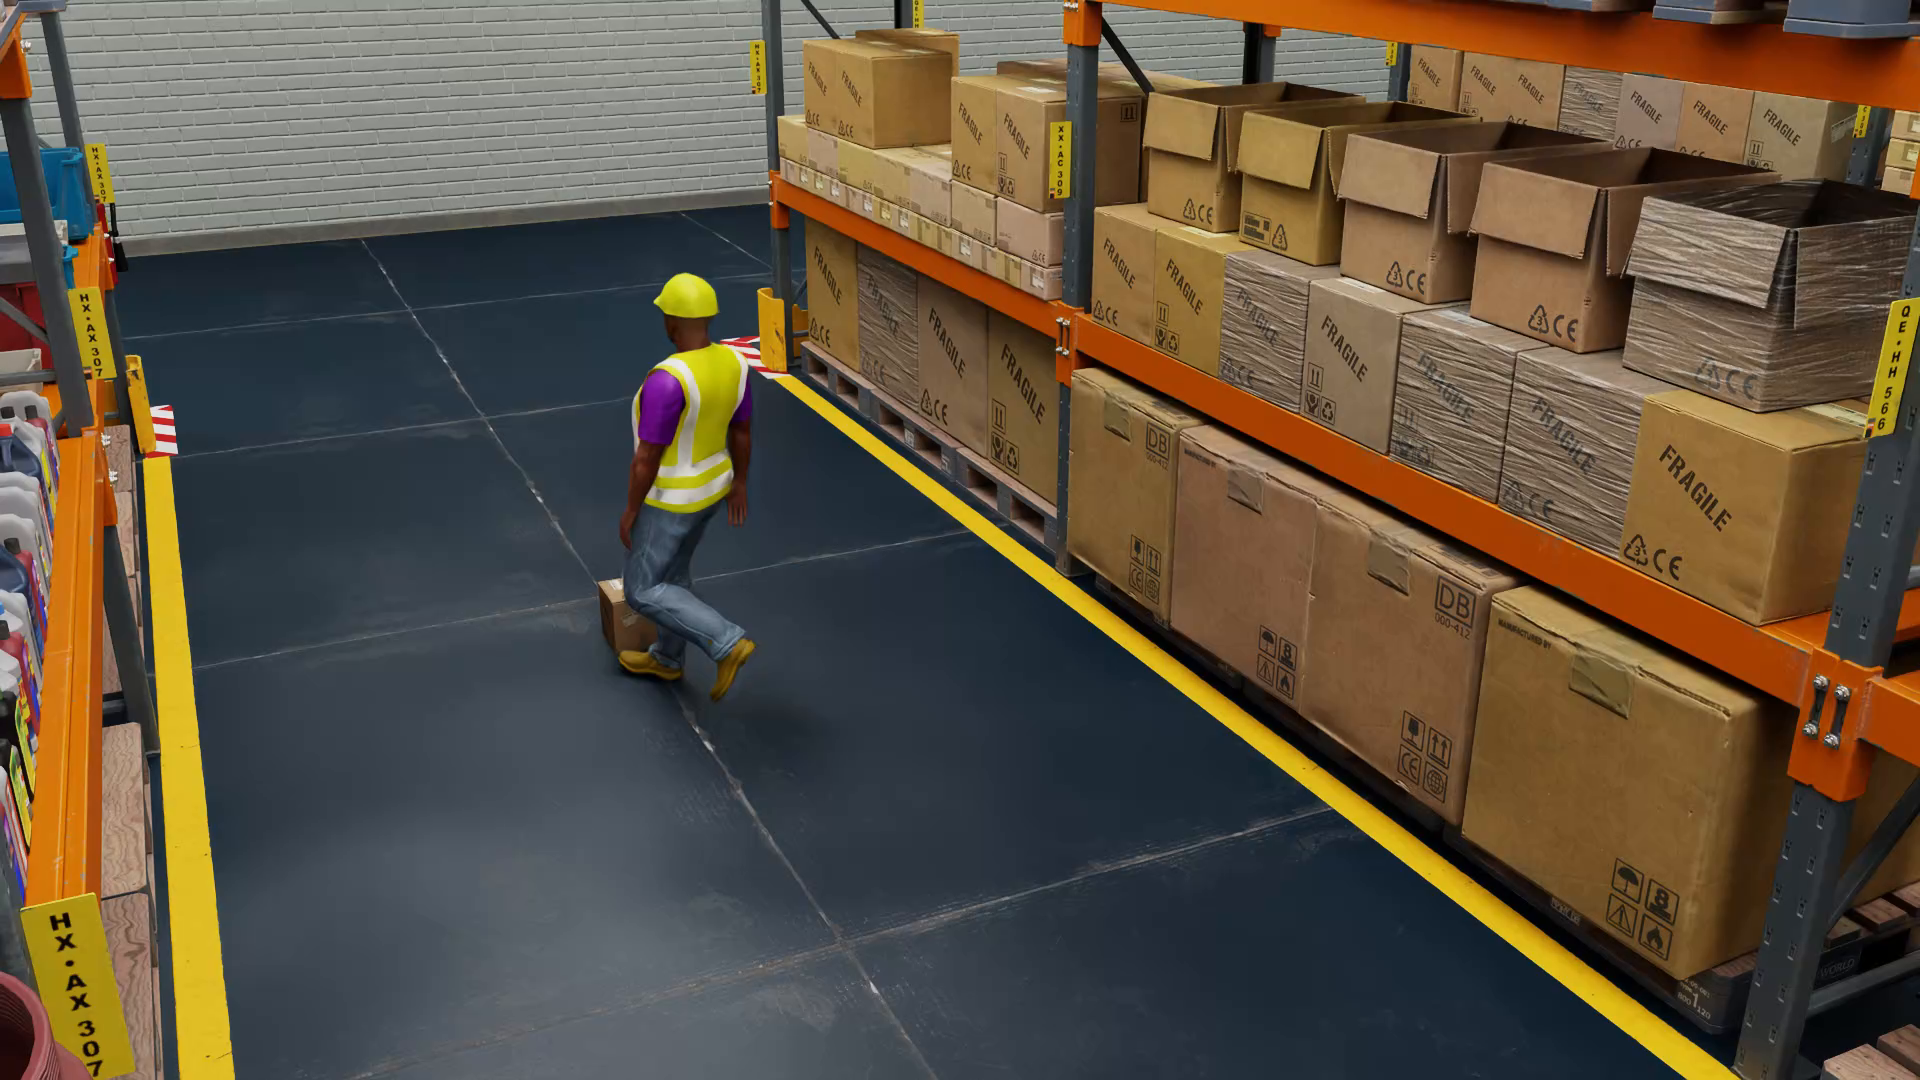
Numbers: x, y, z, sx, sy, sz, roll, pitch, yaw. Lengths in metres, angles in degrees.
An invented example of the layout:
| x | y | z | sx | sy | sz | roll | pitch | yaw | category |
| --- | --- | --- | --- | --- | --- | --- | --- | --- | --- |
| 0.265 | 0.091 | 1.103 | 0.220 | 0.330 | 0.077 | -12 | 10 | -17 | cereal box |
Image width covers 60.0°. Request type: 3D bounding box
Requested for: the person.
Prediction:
| x | y | z | sx | sy | sz | roll | pitch | yaw | category |
| --- | --- | --- | --- | --- | --- | --- | --- | --- | --- |
| -1.116 | -0.194 | 6.553 | 0.785 | 1.744 | 0.583 | 10 | 24 | 24 | person |
